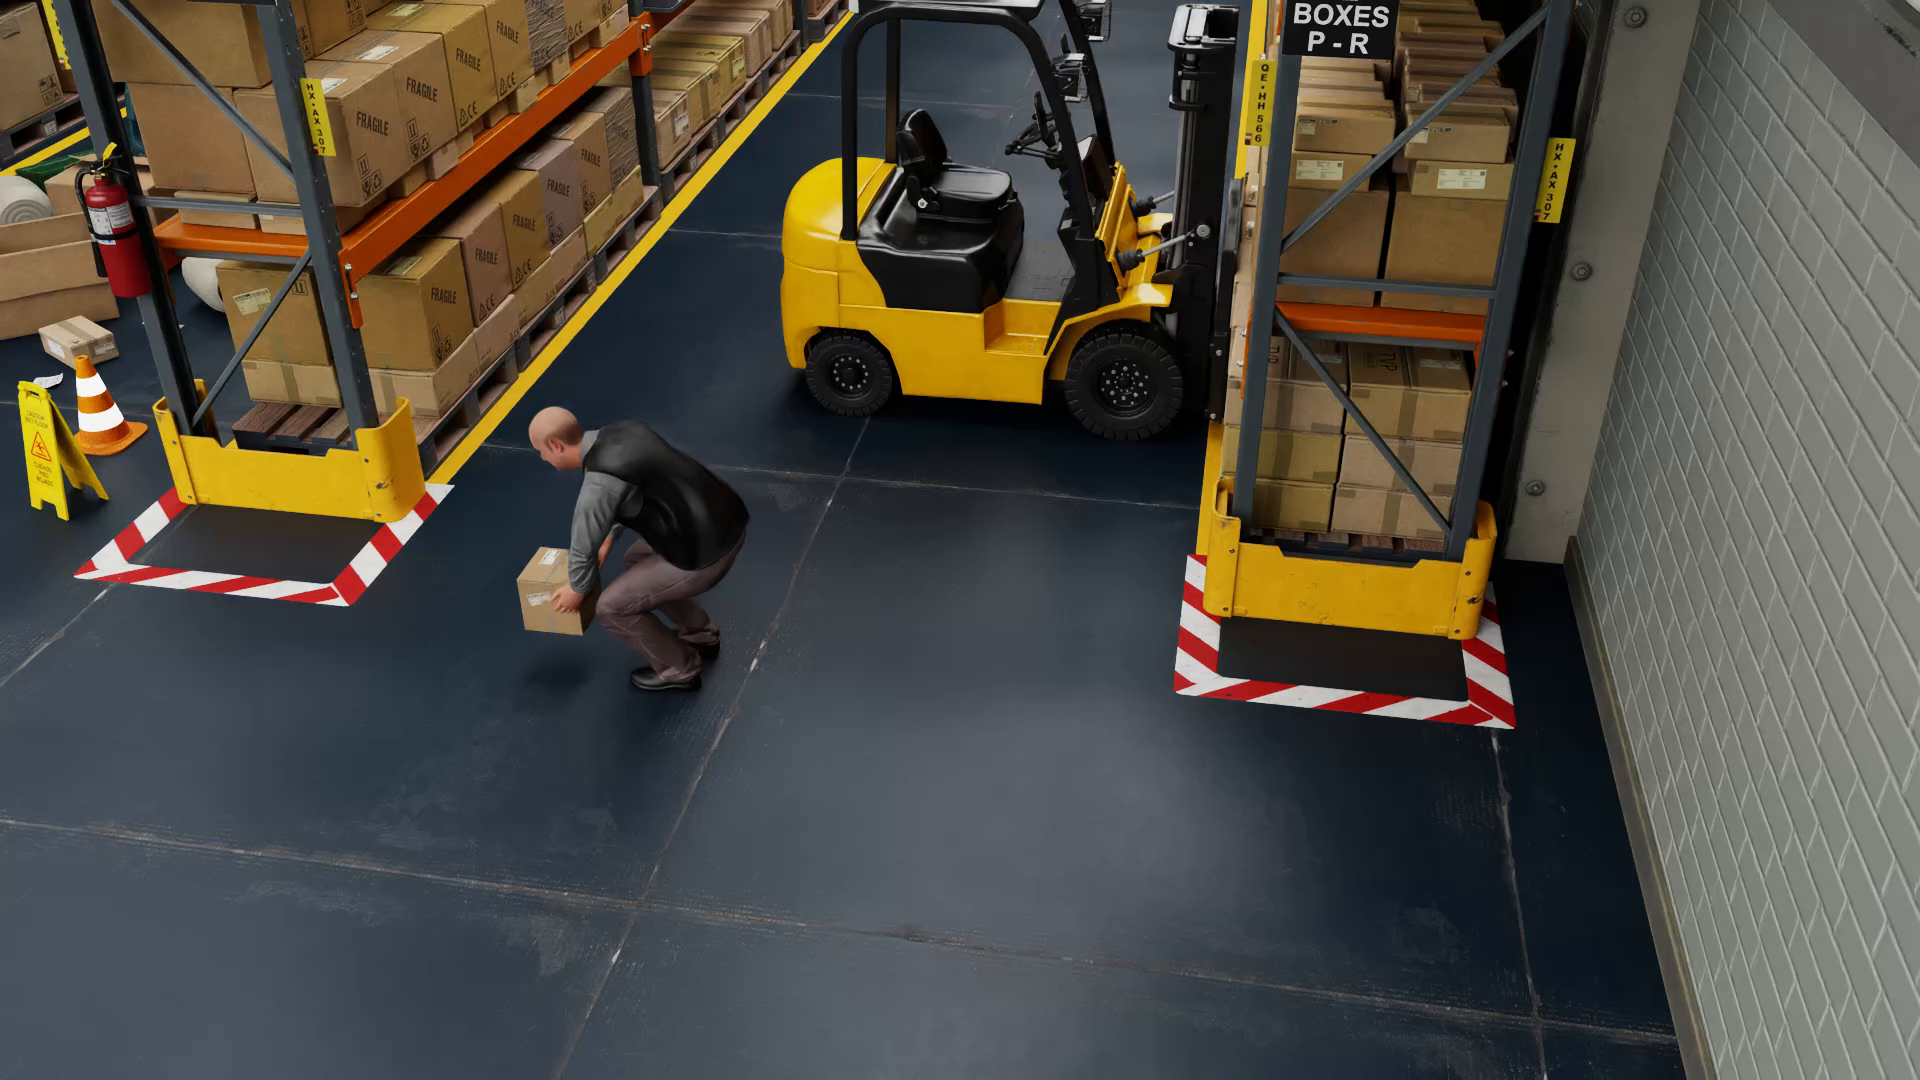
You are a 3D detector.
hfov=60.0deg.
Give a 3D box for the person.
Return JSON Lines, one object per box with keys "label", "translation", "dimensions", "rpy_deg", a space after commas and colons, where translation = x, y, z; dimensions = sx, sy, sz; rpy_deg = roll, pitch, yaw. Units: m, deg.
{"label": "person", "translation": [-1.252, 0.032, 6.598], "dimensions": [0.798, 1.205, 0.579], "rpy_deg": [5, 33, 8]}
